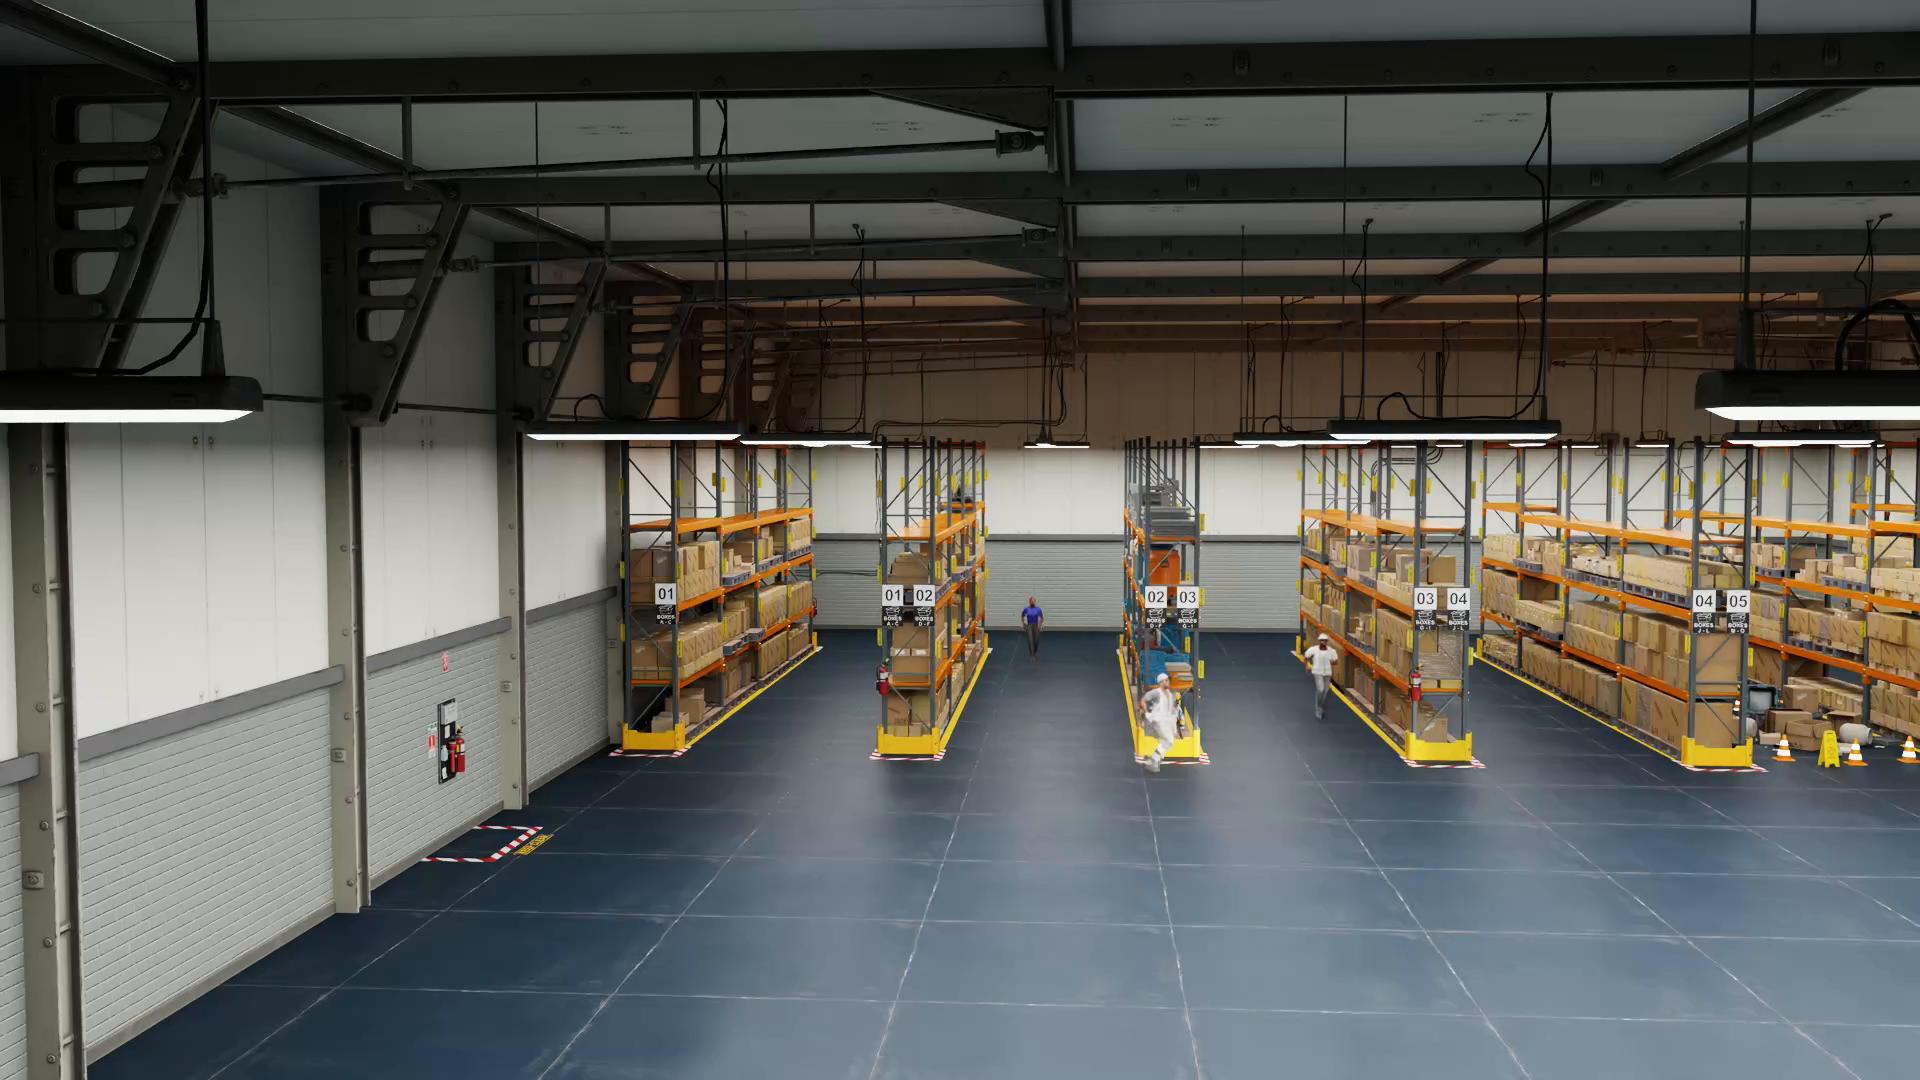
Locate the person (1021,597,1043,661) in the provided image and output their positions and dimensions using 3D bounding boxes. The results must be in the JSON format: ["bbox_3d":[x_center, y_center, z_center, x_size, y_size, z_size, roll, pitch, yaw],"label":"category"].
[{"bbox_3d":[1.877,2.310,43.316,0.597,1.643,0.538,0,3,0],"label":"person"}]

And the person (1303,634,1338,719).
[{"bbox_3d":[7.803,2.928,35.821,0.669,1.823,0.751,0,3,-7],"label":"person"}]

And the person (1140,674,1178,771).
[{"bbox_3d":[3.626,3.260,29.709,0.600,1.736,0.684,2,4,36],"label":"person"}]
